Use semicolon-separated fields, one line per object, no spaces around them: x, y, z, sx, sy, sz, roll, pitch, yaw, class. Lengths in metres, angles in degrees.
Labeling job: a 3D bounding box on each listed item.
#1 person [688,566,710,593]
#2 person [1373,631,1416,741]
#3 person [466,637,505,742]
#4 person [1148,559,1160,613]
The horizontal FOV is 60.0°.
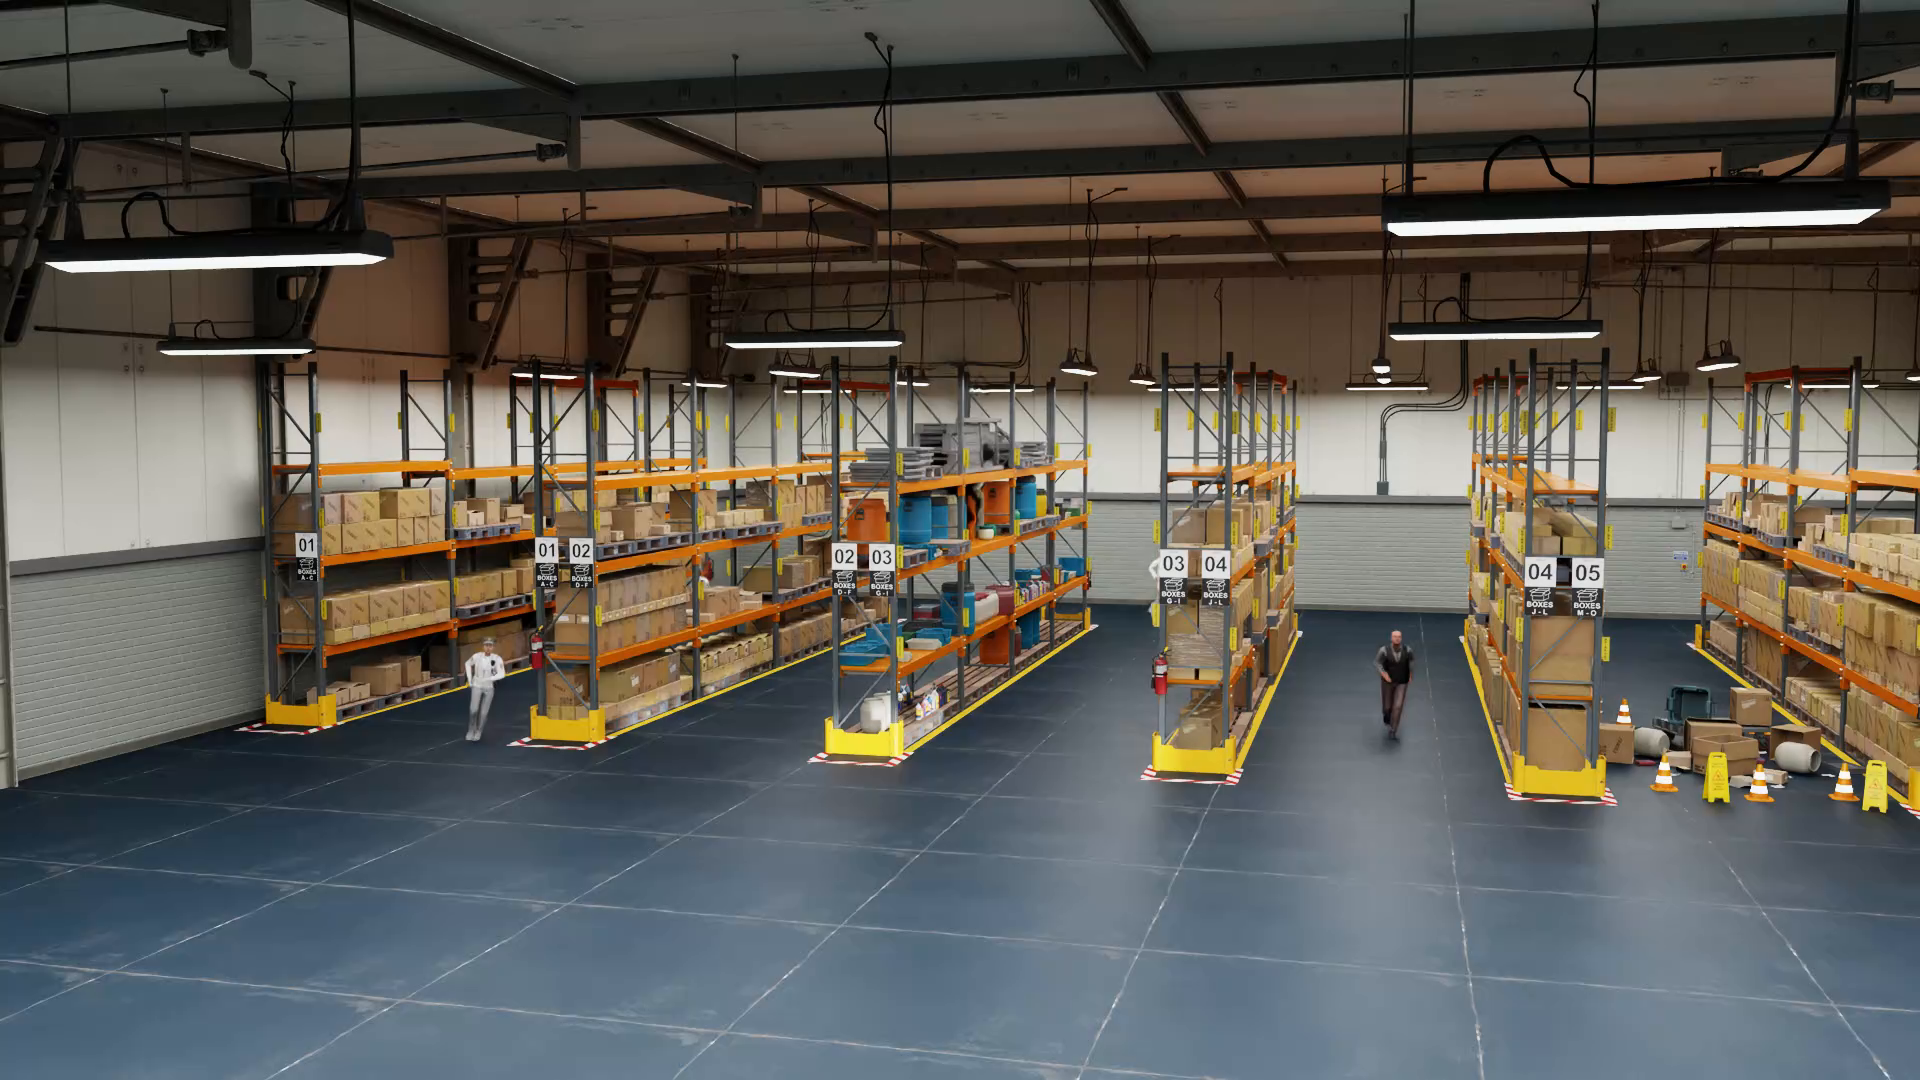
-6.110;1.429;38.934;0.585;1.695;0.727;1;4;11;person
6.949;2.294;26.591;0.683;1.713;0.895;1;4;7;person
-7.472;2.335;26.158;0.617;1.663;0.619;-1;4;-15;person
5.167;1.133;42.238;0.909;1.836;0.681;2;5;31;person
